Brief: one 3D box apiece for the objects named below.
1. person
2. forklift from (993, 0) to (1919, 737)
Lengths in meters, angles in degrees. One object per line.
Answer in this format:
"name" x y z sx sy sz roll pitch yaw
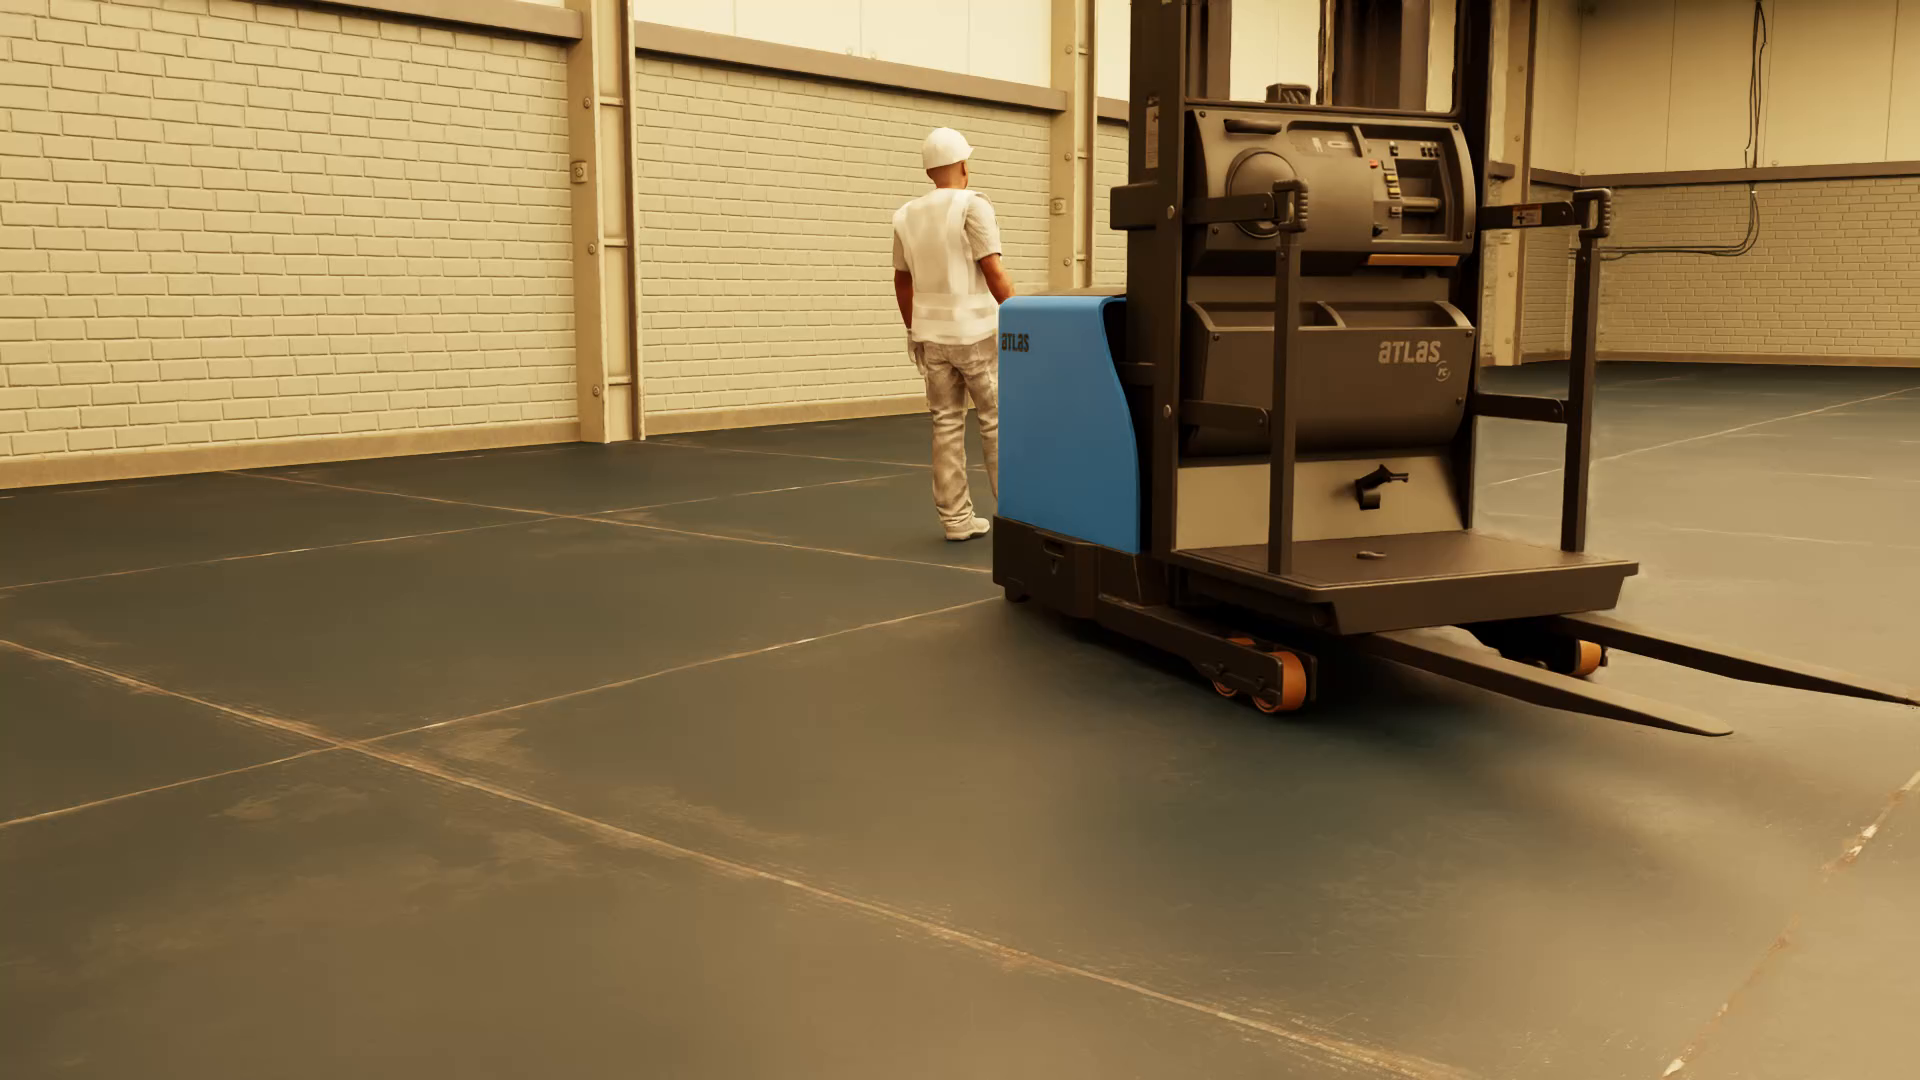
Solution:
"person" 0.052 -0.897 7.325 0.657 1.785 0.575 7 11 38
"forklift" 1.173 -1.069 4.587 1.130 2.935 3.031 -4 9 -24
